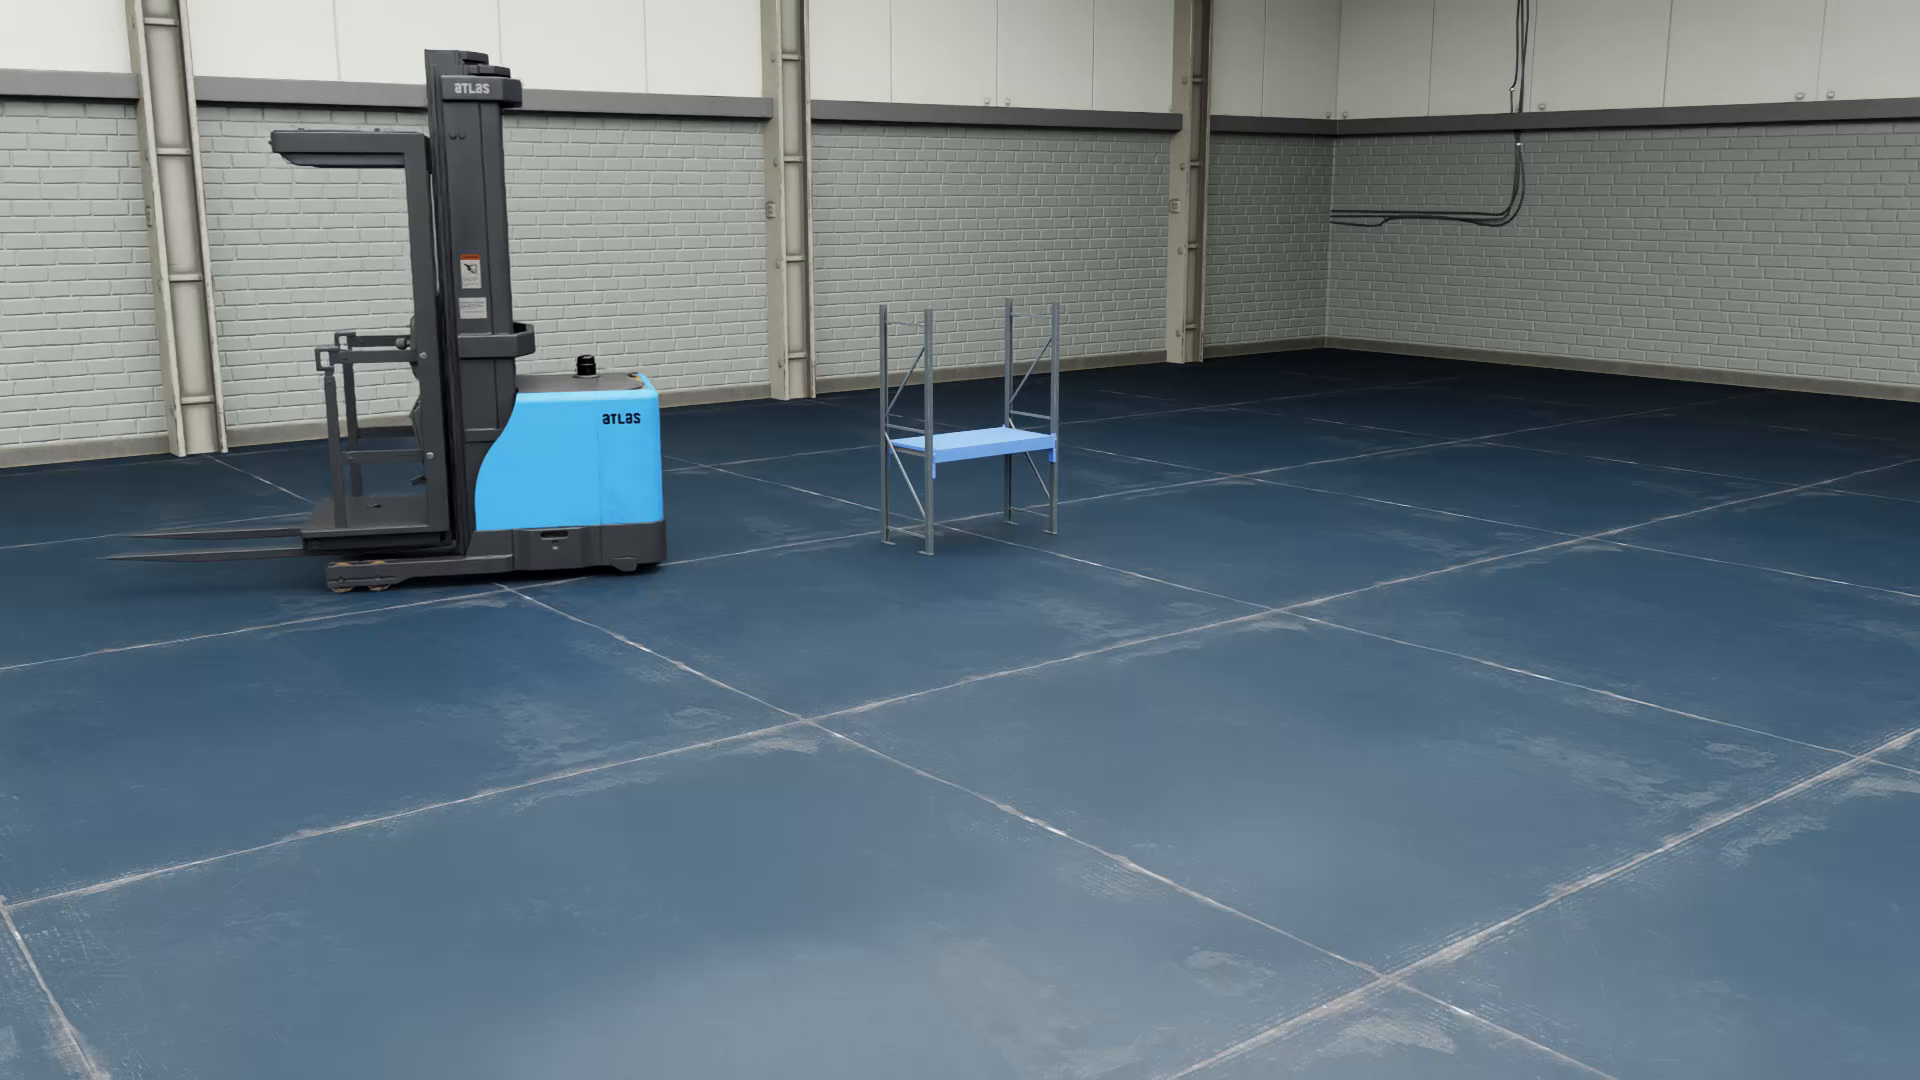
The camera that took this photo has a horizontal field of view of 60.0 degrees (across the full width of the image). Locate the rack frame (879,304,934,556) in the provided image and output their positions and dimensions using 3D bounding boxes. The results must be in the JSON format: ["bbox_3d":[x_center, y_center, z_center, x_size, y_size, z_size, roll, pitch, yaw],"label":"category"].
[{"bbox_3d":[-0.330,-0.679,10.214,0.032,1.500,0.500,-9,15,-38],"label":"rack frame"}]

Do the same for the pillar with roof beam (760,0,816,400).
[{"bbox_3d":[0.898,-5.230,13.595,0.400,9.000,9.100,-9,15,-38],"label":"pillar with roof beam"}]

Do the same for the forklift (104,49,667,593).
[{"bbox_3d":[-3.294,-1.262,9.513,3.031,2.935,1.130,-3,12,-14],"label":"forklift"}]

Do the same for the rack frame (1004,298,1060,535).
[{"bbox_3d":[0.464,-0.811,10.836,0.032,1.500,0.500,-9,15,-38],"label":"rack frame"}]

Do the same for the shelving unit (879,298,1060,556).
[{"bbox_3d":[0.067,-0.745,10.525,1.048,1.500,0.538,-9,15,-38],"label":"shelving unit"}]

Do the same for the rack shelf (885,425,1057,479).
[{"bbox_3d":[0.067,-0.569,10.562,1.000,0.185,0.538,-9,15,-38],"label":"rack shelf"}]

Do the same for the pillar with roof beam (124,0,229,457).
[{"bbox_3d":[-3.787,-4.452,9.929,0.400,9.000,9.100,-9,15,-38],"label":"pillar with roof beam"}]

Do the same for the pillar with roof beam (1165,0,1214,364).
[{"bbox_3d":[5.583,-6.009,17.262,0.400,9.000,9.100,-9,15,-38],"label":"pillar with roof beam"}]

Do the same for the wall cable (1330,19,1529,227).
[{"bbox_3d":[6.020,-5.356,21.663,0.112,2.526,3.097,-9,15,-38],"label":"wall cable"}]

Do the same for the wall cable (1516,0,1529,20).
[{"bbox_3d":[7.710,-7.388,19.072,0.112,2.526,3.097,-9,15,-38],"label":"wall cable"}]
